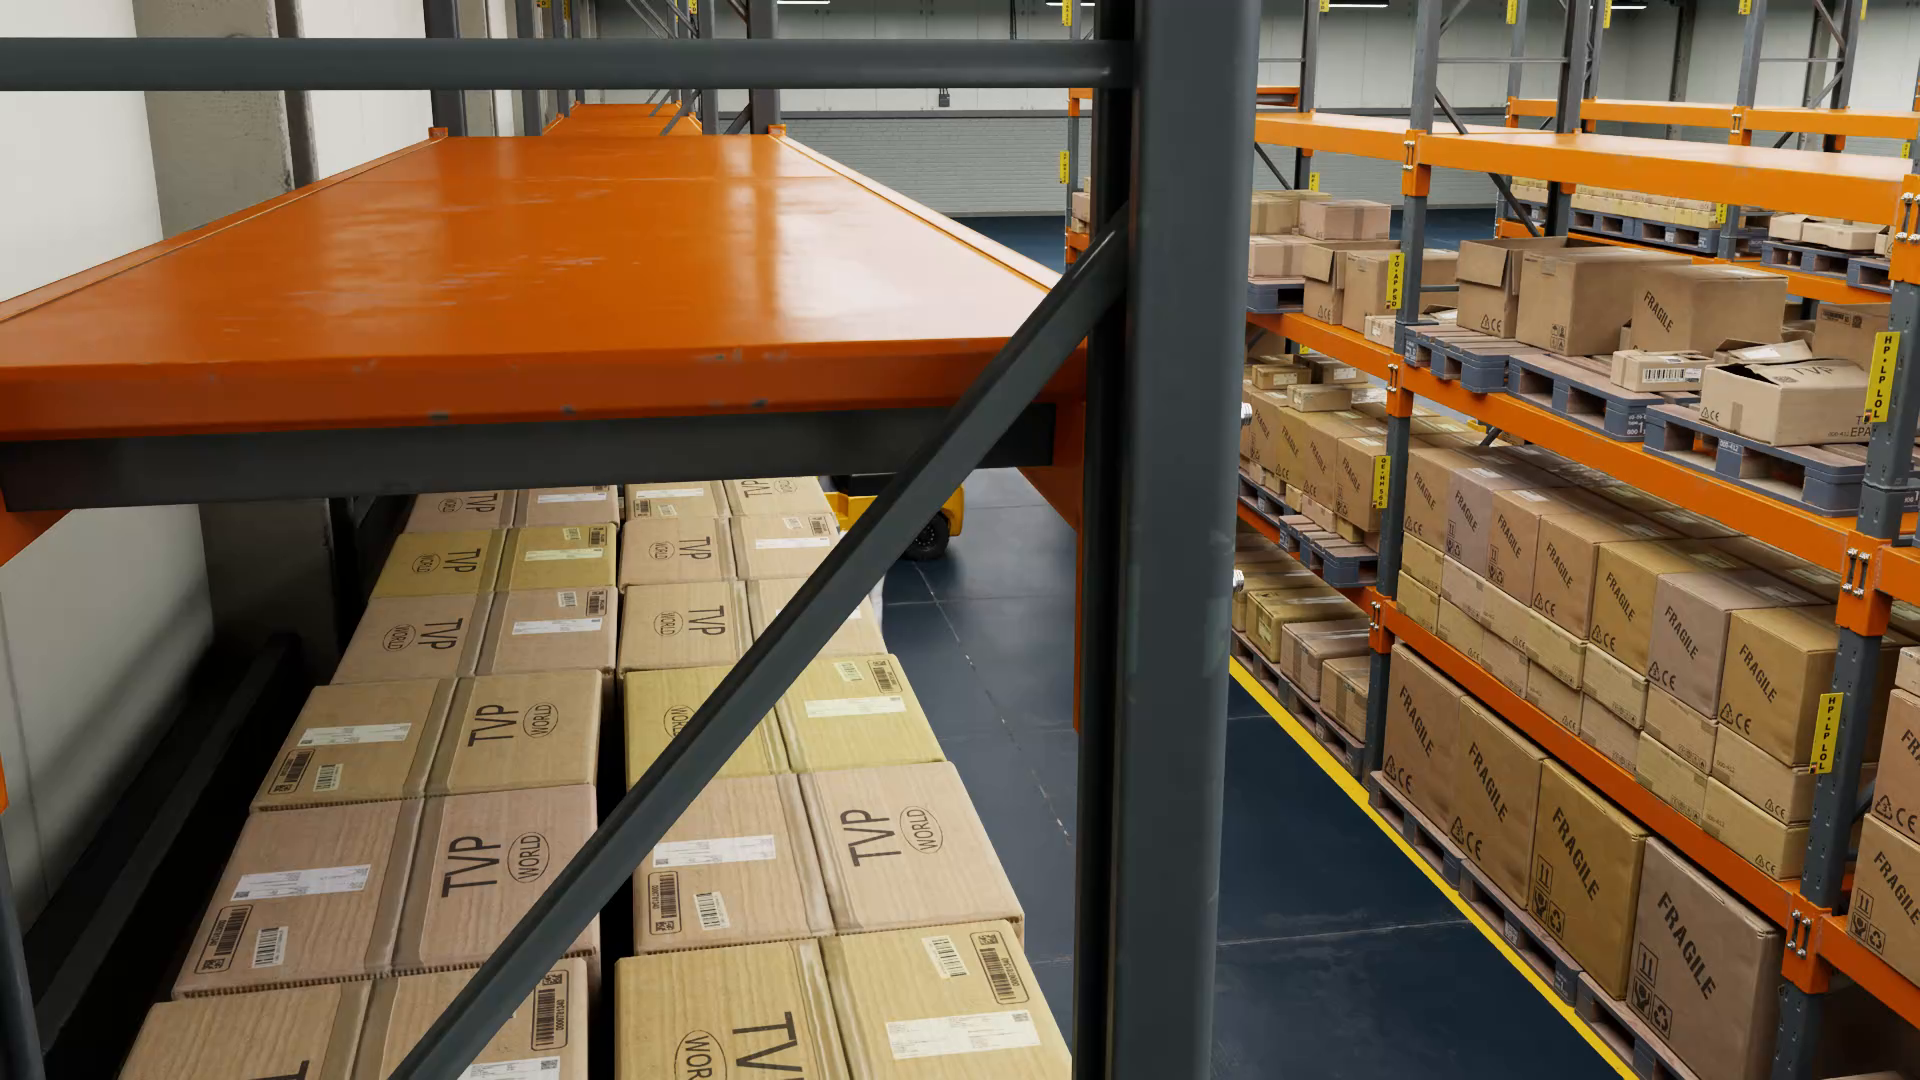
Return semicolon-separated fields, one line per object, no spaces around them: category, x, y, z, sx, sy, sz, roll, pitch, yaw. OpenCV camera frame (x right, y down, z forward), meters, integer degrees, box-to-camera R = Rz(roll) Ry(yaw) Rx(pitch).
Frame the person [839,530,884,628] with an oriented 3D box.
person;-0.812;0.468;12.278;0.568;1.314;0.900;-4;16;-12
